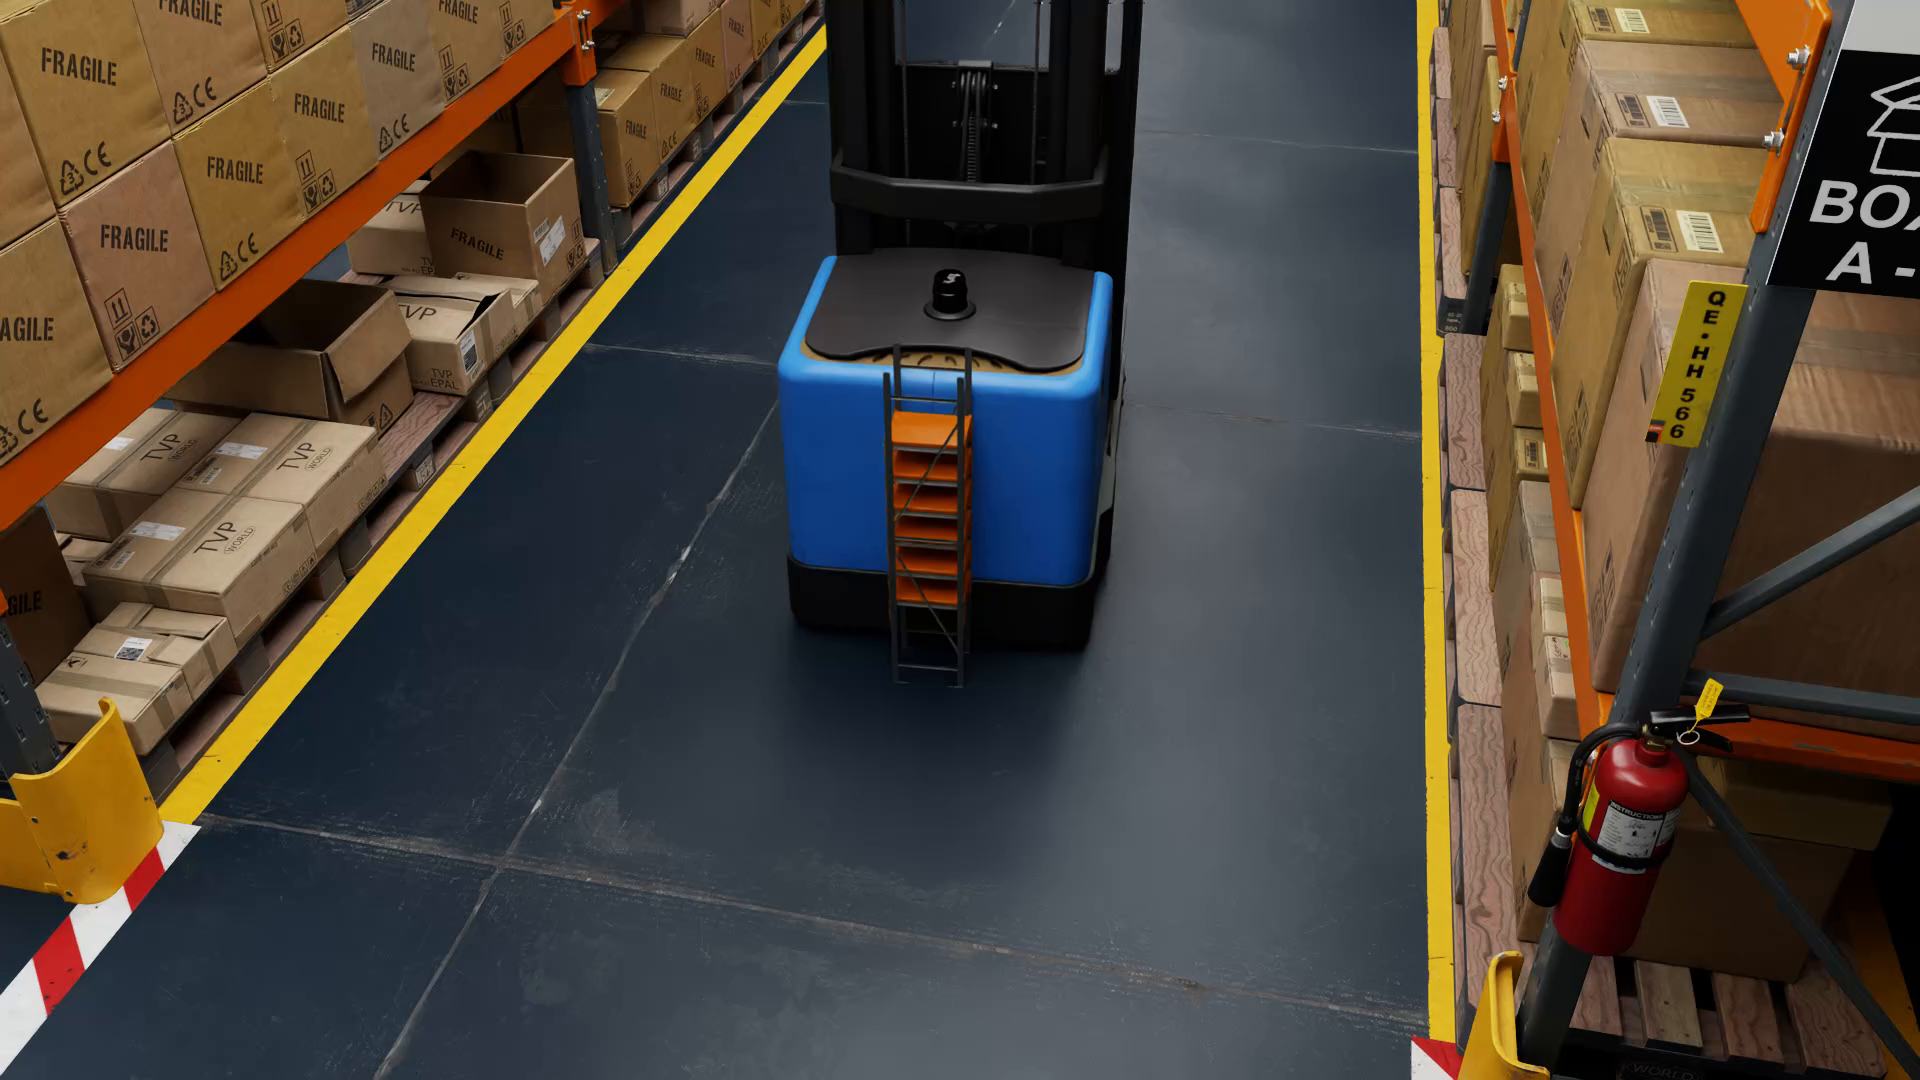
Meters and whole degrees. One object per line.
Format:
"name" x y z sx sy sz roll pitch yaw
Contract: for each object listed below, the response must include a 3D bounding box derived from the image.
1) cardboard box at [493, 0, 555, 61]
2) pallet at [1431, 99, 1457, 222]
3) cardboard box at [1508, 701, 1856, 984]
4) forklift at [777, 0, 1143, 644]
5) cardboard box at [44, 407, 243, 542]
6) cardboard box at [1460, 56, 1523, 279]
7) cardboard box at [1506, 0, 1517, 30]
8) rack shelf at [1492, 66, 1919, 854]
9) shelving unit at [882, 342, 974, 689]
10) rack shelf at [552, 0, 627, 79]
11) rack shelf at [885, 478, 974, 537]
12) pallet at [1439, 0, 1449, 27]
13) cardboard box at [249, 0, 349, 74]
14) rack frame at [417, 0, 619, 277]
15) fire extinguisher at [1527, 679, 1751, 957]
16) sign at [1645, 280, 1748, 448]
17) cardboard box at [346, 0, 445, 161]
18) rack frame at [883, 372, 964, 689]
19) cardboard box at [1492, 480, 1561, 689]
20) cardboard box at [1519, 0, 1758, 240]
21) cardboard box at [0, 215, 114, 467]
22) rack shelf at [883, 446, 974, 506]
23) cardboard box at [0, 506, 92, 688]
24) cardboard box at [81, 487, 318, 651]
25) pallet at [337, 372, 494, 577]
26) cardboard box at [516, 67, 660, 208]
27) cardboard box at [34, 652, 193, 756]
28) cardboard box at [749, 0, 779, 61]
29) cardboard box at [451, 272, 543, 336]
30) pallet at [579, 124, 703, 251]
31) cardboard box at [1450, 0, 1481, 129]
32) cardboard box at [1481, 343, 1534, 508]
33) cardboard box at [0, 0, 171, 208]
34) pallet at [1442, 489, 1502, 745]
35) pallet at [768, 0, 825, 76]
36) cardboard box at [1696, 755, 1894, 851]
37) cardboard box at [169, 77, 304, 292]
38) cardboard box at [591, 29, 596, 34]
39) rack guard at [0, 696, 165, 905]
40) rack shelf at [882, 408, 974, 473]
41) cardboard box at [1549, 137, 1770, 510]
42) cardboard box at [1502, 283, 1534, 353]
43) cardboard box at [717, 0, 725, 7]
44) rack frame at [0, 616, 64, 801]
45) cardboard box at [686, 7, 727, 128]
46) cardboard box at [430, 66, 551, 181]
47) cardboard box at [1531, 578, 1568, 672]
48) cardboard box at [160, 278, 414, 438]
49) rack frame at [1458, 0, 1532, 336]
"cardboard box" -2.019 -2.298 6.779 0.500 0.500 0.500 8 37 11
"pallet" 3.027 -1.982 8.804 1.003 0.211 1.213 7 37 10
"cardboard box" 1.875 0.764 4.412 0.700 0.500 0.500 7 37 10
"forklift" 0.112 -1.690 6.084 1.130 2.935 3.031 4 36 6
"cardboard box" -2.909 -0.231 5.981 0.500 0.250 0.500 7 37 10
"cardboard box" 2.689 -1.646 7.439 0.750 0.750 0.750 8 37 11
"cardboard box" 2.504 -2.241 6.983 0.380 0.149 0.250 8 37 11
"rack shelf" 2.250 -0.520 5.024 1.077 0.370 4.000 7 37 10
"shelving unit" -0.095 -0.050 5.297 0.258 1.200 0.189 4 36 6
"rack shelf" -1.736 -3.432 9.042 1.077 0.370 4.000 7 37 10
"rack shelf" -0.095 -0.111 5.252 0.258 0.103 0.180 4 36 6
"pallet" 3.700 -3.569 10.995 1.003 0.211 1.213 7 37 10
"cardboard box" -2.341 -1.828 5.279 0.500 0.500 0.500 7 37 10
"rack frame" -2.163 -2.576 7.248 1.000 3.000 0.127 7 37 10
"fire extinguisher" 1.340 0.547 3.323 0.296 0.674 0.183 7 37 10
"sign" 1.296 -0.305 2.926 0.100 0.325 0.005 7 37 10
"cardboard box" -2.235 -1.707 5.965 0.500 0.500 0.500 8 37 11
"rack frame" -0.107 0.003 5.223 0.240 1.200 0.006 4 36 6
"cardboard box" 2.088 0.189 5.206 0.700 0.500 0.500 6 36 8
"cardboard box" 2.384 -1.352 5.304 0.980 0.700 0.700 6 36 9
"cardboard box" -2.665 -0.545 4.360 0.500 0.500 0.500 8 37 11
"rack shelf" -0.095 -0.209 5.182 0.258 0.103 0.180 4 36 6
"cardboard box" -3.142 0.208 5.162 0.500 0.500 0.500 7 37 10
"cardboard box" -2.517 0.089 5.539 0.500 0.250 0.500 7 37 10
"pallet" -2.569 -0.352 6.556 1.003 0.211 1.213 7 37 10
"cardboard box" -1.821 -1.989 8.193 0.500 0.500 0.500 6 36 8
"cardboard box" -2.592 0.496 5.064 0.380 0.149 0.250 7 37 10
"cardboard box" -1.390 -3.173 9.827 0.500 0.500 0.500 6 36 8
"cardboard box" -2.029 -1.015 7.149 0.380 0.149 0.250 7 37 10
"pallet" -2.026 -1.918 8.717 1.003 0.211 1.213 7 37 10
"cardboard box" 3.053 -2.644 8.816 0.750 0.750 0.750 7 37 10
"cardboard box" 2.307 -0.412 6.034 0.700 0.500 0.500 7 37 9
"cardboard box" -2.560 -1.250 4.482 0.500 0.500 0.500 8 37 10
"pallet" 2.180 0.299 5.657 1.003 0.211 1.213 7 37 10
"pallet" -1.505 -3.317 10.647 1.003 0.211 1.213 7 37 10
"cardboard box" 2.044 0.598 4.088 0.380 0.149 0.250 8 37 10
"cardboard box" -2.450 -1.129 5.166 0.500 0.500 0.500 7 37 10
"cardboard box" -2.116 -2.631 9.079 0.500 0.500 0.500 8 37 11
"rack guard" -3.001 0.686 4.878 1.175 0.500 0.348 7 37 10
"rack shelf" -0.095 -0.306 5.112 0.258 0.103 0.180 4 36 6
"cardboard box" 2.067 -0.498 4.125 0.980 0.700 0.700 7 37 10
"cardboard box" 2.166 -0.789 6.001 0.380 0.149 0.250 8 37 12
"cardboard box" -1.501 -3.154 9.161 0.500 0.250 0.500 7 36 9
"rack frame" -3.017 -0.283 4.084 1.000 3.000 0.127 7 37 10
"cardboard box" -1.604 -2.582 9.011 0.500 0.500 0.500 8 37 11
"cardboard box" -2.337 -2.061 8.293 0.500 0.500 0.500 7 37 10
"cardboard box" 1.778 0.258 4.557 0.380 0.149 0.250 8 37 11
"cardboard box" -2.559 -0.666 6.365 0.797 0.503 0.637 7 37 10
"rack frame" 2.677 -1.957 6.395 1.000 3.000 0.127 7 37 10
